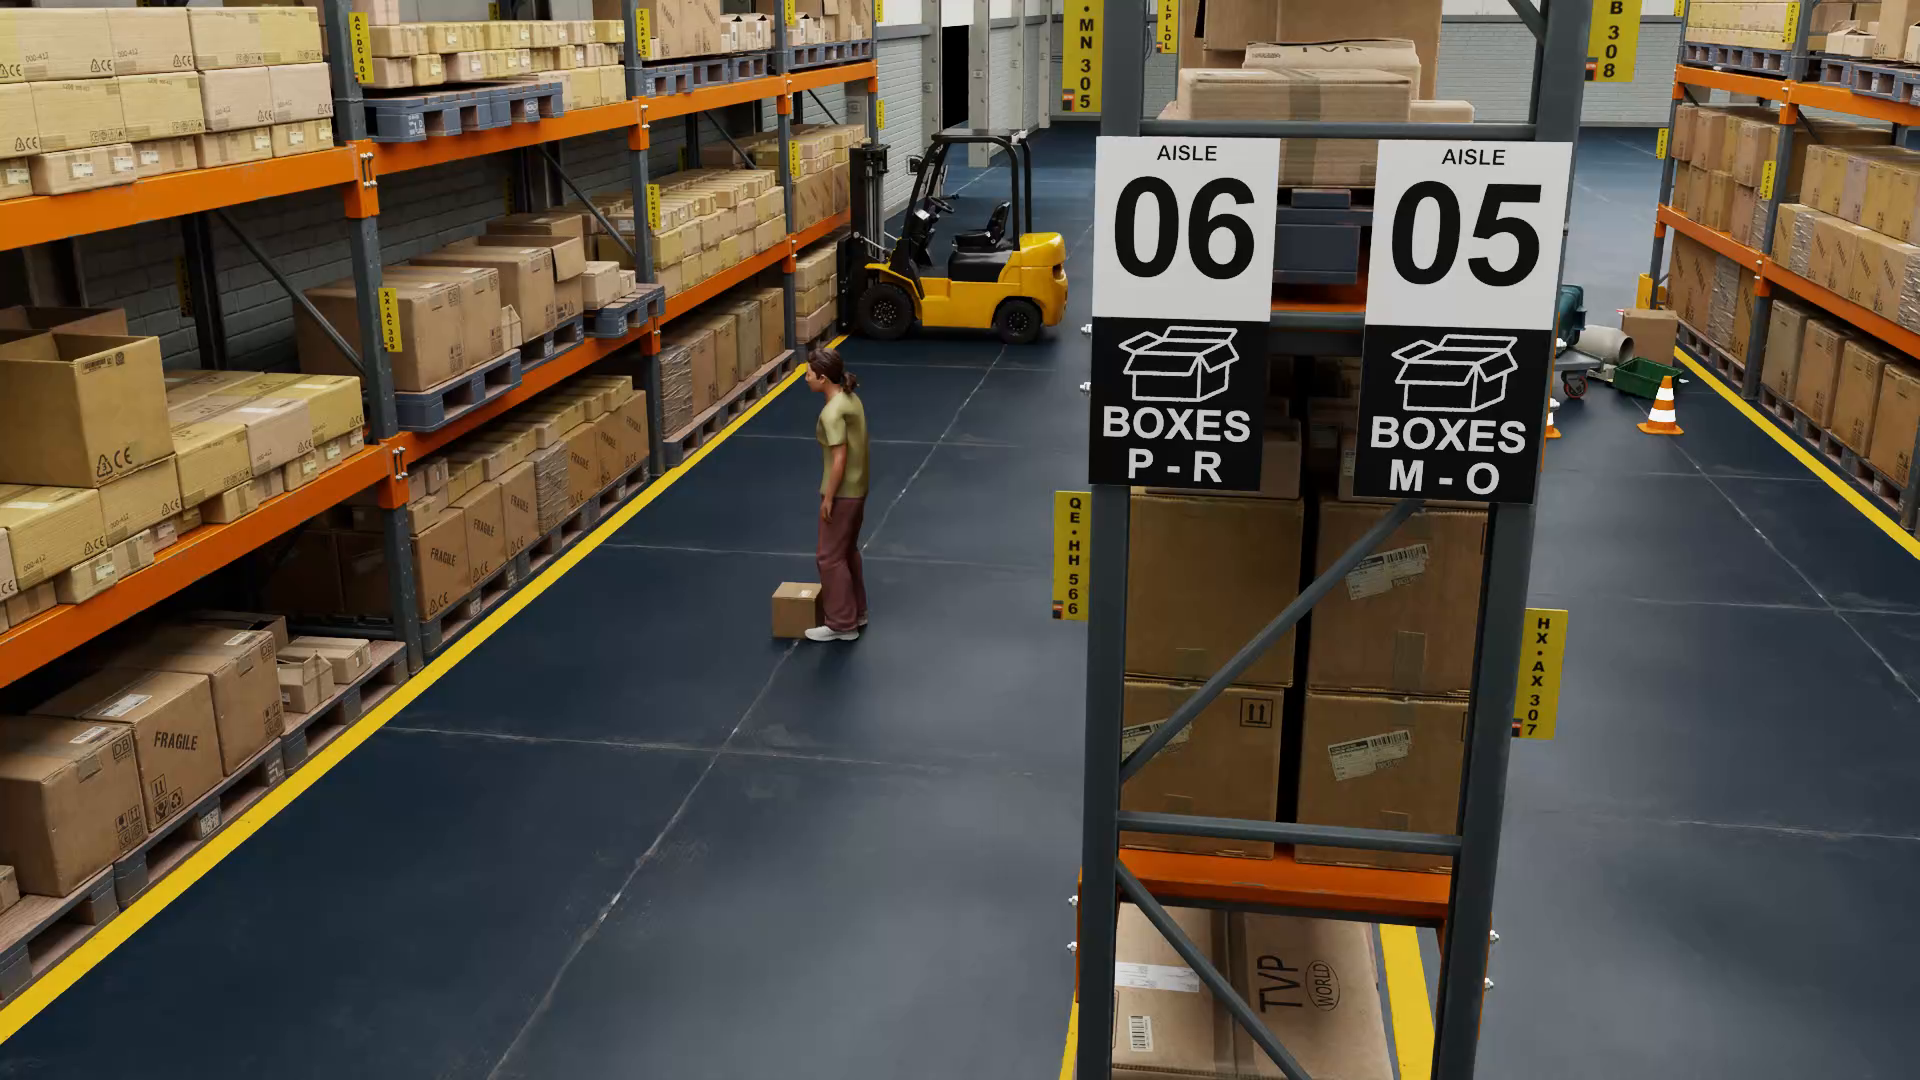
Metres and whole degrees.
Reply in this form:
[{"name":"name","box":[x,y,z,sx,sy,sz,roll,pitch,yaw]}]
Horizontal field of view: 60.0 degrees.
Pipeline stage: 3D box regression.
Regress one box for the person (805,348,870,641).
[{"name":"person","box":[-0.690,-0.261,9.360,0.360,1.673,0.499,3,18,9]}]
